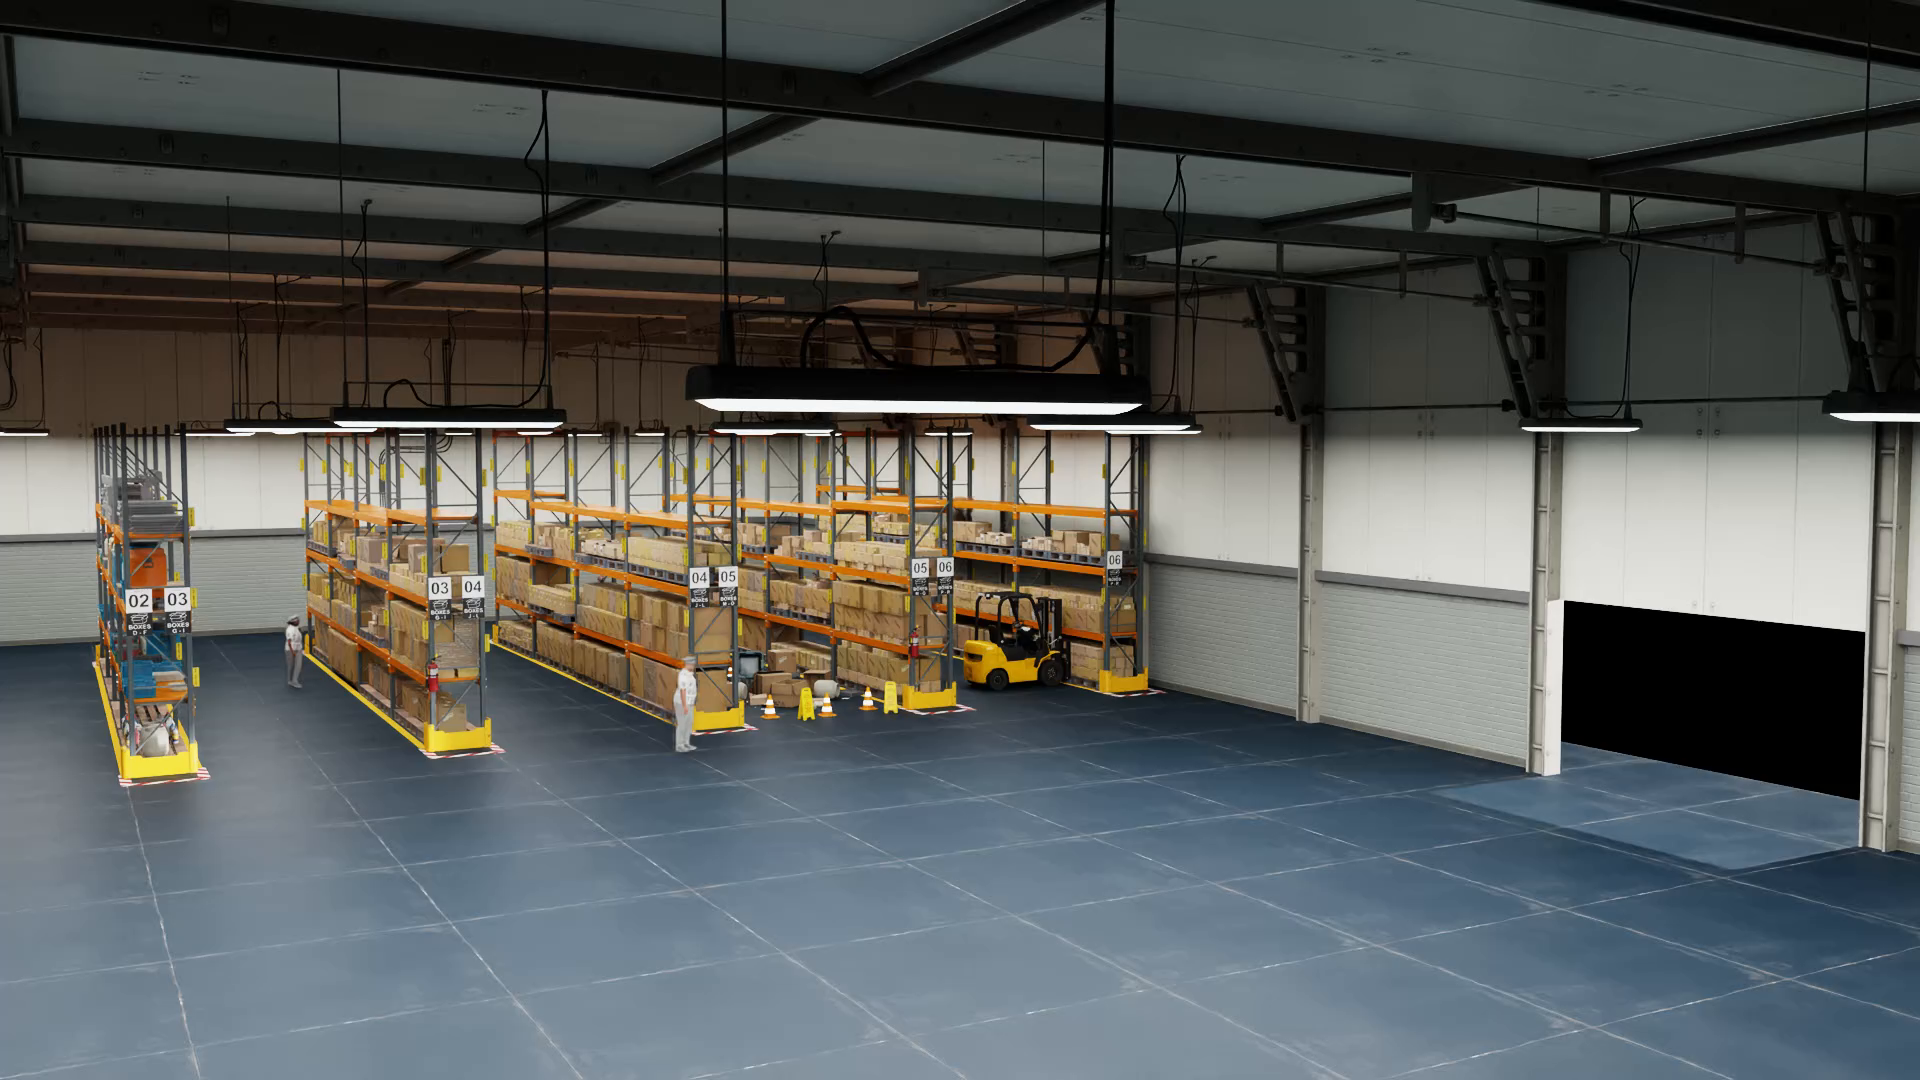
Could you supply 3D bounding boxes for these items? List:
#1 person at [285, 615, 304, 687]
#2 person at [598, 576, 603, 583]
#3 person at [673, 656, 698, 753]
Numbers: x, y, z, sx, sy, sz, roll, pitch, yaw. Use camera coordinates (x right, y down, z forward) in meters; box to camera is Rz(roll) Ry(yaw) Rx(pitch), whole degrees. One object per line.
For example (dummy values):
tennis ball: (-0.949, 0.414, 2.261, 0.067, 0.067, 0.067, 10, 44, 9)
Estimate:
person: (-15.428, 2.574, 38.507, 0.659, 1.694, 0.461, 2, 4, 35)
person: (-10.533, 1.929, 48.746, 0.581, 1.762, 0.422, 0, 3, 3)
person: (-5.042, 3.009, 30.508, 0.430, 1.758, 0.576, 0, 3, 5)
